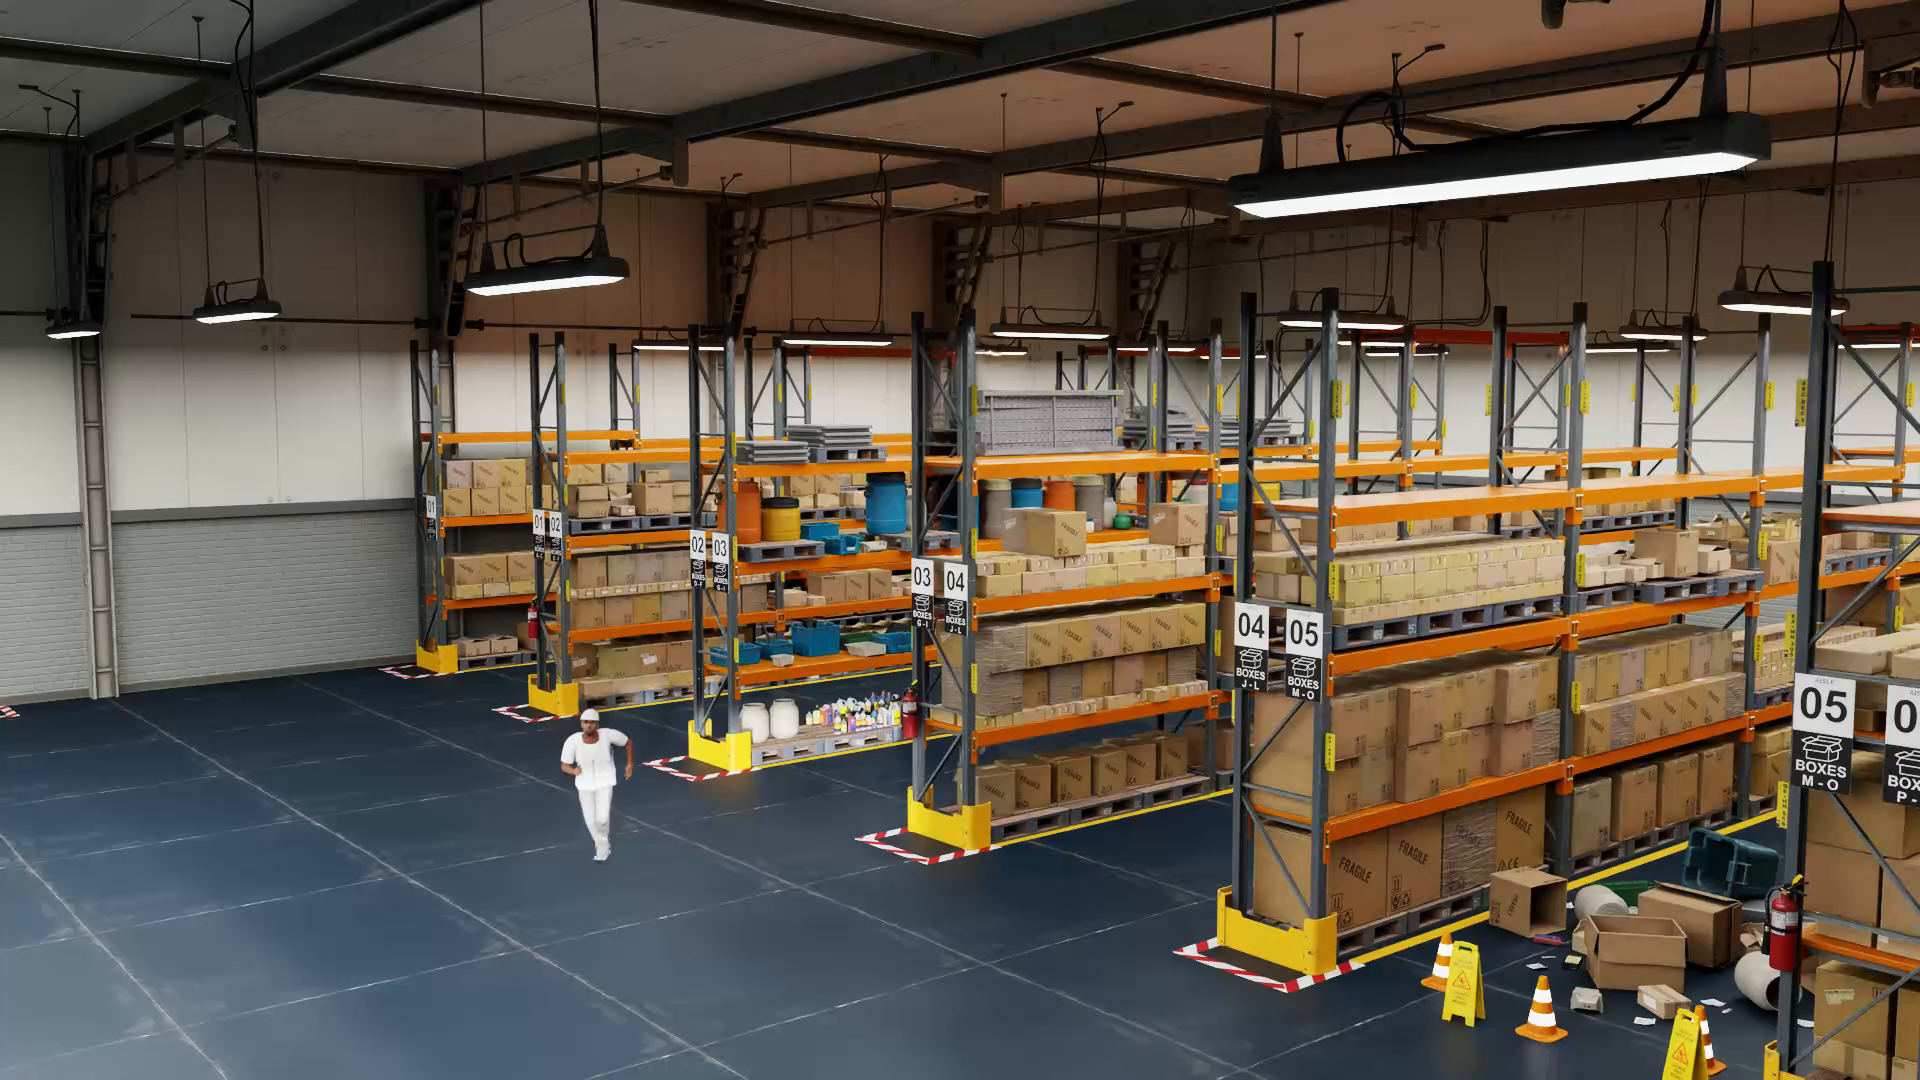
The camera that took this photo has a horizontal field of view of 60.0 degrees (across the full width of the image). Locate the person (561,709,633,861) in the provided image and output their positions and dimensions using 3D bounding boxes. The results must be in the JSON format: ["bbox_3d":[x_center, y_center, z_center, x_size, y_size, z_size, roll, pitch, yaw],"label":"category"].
[{"bbox_3d":[-3.897,2.646,17.847,0.743,1.703,0.721,-1,5,-6],"label":"person"}]

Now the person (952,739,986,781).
[{"bbox_3d":[0.134,2.332,22.174,0.583,1.650,1.000,4,6,34],"label":"person"}]
